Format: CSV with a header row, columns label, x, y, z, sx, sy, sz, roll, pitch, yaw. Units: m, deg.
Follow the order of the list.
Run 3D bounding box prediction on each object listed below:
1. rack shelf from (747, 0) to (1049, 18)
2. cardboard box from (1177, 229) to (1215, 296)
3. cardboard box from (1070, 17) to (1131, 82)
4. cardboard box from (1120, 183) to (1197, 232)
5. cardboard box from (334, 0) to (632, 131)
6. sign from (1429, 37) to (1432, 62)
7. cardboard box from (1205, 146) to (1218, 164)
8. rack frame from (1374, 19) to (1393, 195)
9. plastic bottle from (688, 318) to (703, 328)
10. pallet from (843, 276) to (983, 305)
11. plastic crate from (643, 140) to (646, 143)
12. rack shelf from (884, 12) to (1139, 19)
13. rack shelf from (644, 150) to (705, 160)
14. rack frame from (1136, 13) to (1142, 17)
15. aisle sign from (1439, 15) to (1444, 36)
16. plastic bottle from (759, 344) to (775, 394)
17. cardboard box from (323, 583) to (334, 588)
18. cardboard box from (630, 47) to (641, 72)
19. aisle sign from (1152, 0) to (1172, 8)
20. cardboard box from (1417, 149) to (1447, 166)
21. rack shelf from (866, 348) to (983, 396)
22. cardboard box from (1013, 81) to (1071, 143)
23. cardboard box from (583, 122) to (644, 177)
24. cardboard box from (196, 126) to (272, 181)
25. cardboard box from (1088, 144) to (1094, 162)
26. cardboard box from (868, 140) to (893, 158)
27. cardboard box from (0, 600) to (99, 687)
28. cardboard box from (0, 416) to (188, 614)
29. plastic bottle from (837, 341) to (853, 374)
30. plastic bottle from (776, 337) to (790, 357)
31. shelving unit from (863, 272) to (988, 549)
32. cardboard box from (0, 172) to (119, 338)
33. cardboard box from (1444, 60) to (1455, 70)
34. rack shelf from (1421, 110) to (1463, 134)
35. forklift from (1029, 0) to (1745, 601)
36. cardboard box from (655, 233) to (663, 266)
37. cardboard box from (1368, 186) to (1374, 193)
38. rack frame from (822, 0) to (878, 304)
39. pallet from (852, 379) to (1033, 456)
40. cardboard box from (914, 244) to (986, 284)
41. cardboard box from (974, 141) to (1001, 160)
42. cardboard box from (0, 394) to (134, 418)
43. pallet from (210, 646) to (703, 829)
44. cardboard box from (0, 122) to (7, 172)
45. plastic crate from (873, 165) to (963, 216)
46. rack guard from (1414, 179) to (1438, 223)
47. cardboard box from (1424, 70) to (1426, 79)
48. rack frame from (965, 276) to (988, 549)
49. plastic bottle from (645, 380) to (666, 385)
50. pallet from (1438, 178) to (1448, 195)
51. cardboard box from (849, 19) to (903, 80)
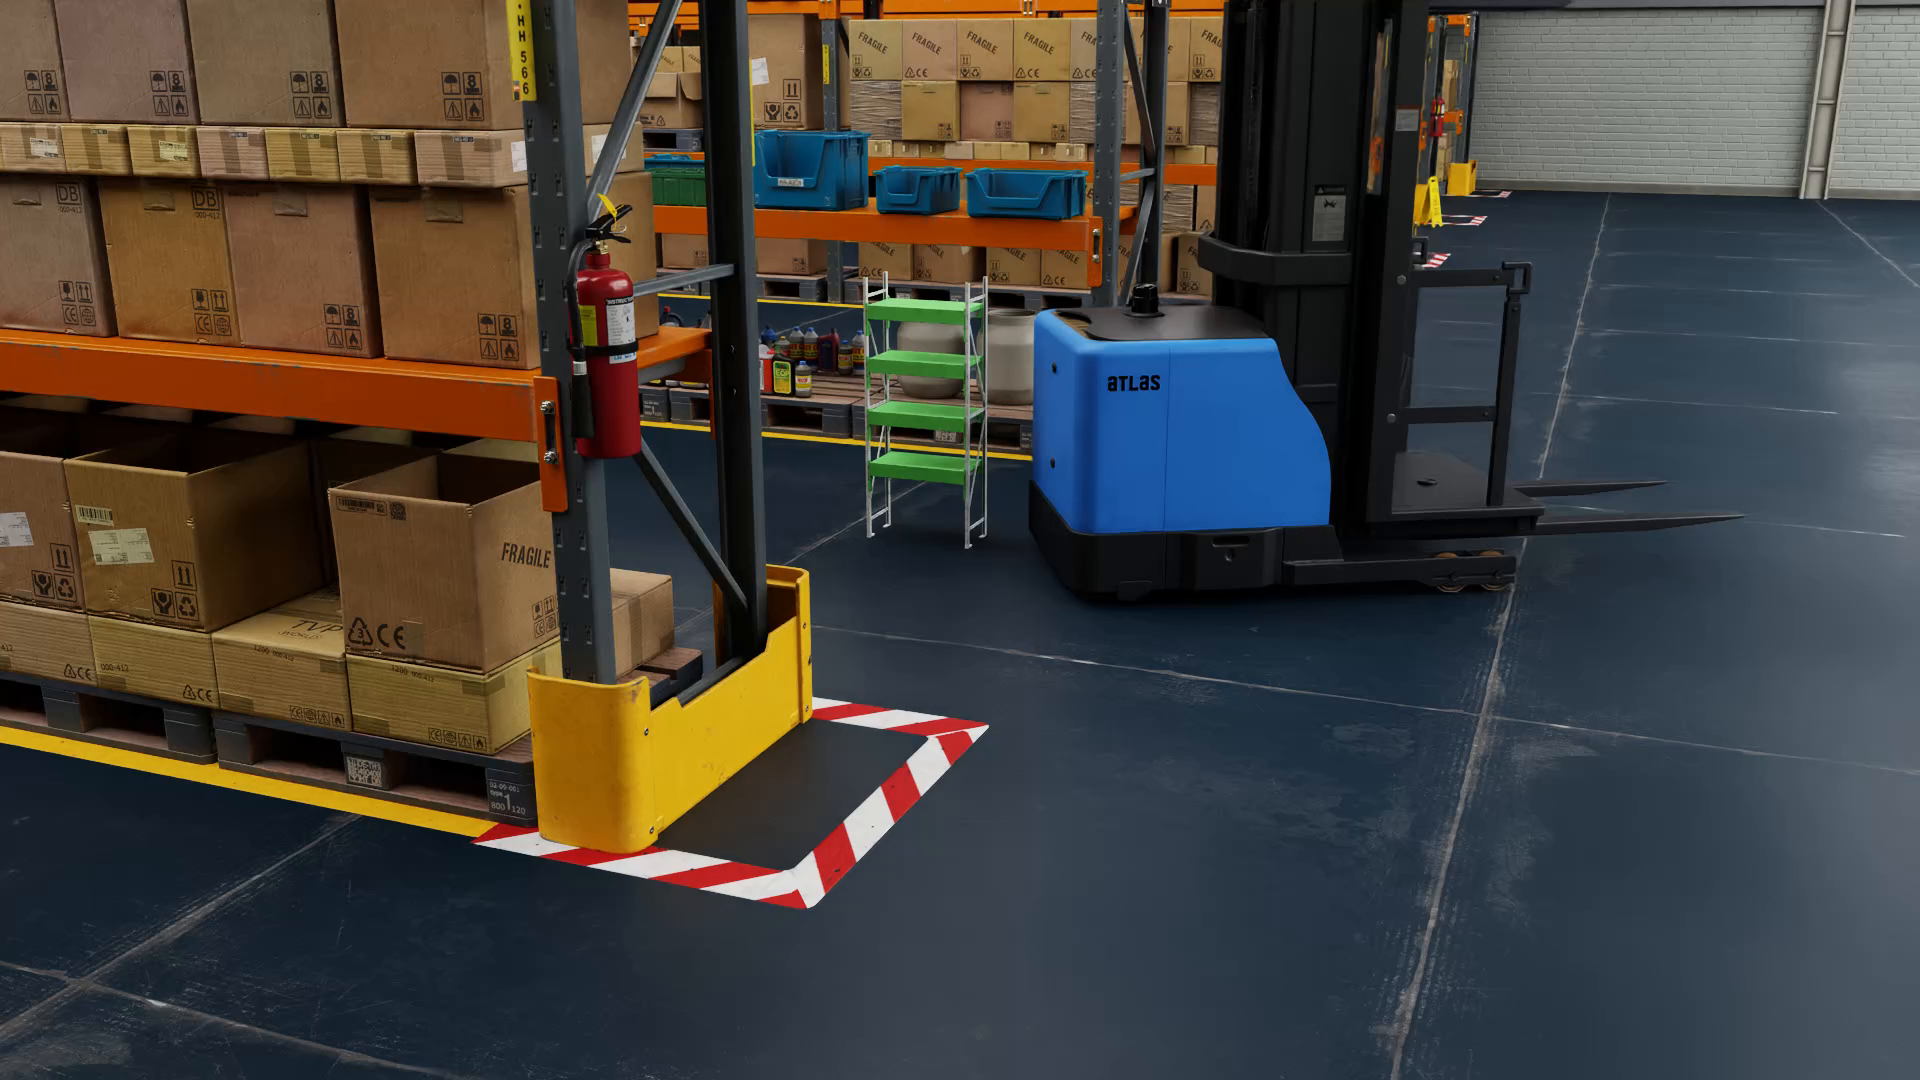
label,x,y,z,sx,sy,sz,roll,pitch,yaw
rack shelf,-0.906,-6.281,19.841,4.000,0.370,1.077,6,17,21
cardboard box,2.187,-2.366,14.174,0.500,0.500,0.500,10,19,31
cardboard box,1.228,-4.061,13.777,0.500,0.500,0.500,6,17,21
cardboard box,2.354,-3.989,19.093,0.875,0.875,0.875,6,17,21
cardboard box,-1.356,-1.455,4.800,0.500,0.500,0.700,6,17,21
sign,6.175,-6.433,21.808,0.005,0.325,0.100,6,17,21
cardboard box,2.188,-3.177,13.689,0.250,0.149,0.380,6,17,21
rack frame,4.675,-4.573,18.044,0.127,3.000,1.000,6,17,21
plastic bottle,-1.727,-1.311,10.894,0.133,0.283,0.061,8,18,24
pallet,-0.322,-2.307,15.242,1.213,0.211,1.003,6,17,21
plastic crate,-2.337,-2.305,10.344,0.504,0.338,0.767,6,17,21
rack shelf,0.816,-7.576,24.298,4.000,0.370,1.077,6,17,21
rack shelf,-2.820,-3.565,15.863,4.000,0.370,1.077,6,17,21
rack frame,2.677,-6.276,23.912,0.127,3.000,1.000,6,17,21
aisle sign,6.349,-7.034,21.859,0.004,0.787,0.394,6,17,21
plastic bottle,-1.150,-1.022,9.911,0.135,0.276,0.152,6,17,21
cardboard box,-2.225,0.177,5.862,0.500,0.250,0.500,6,17,21
cardboard box,-5.306,-7.599,26.497,0.500,0.500,0.500,6,17,20
aisle sign,1.119,-3.329,9.098,0.004,0.787,0.394,6,17,21
cardboard box,7.648,-6.245,27.085,0.500,0.250,0.500,6,17,20
rack shelf,-0.154,-0.762,7.516,0.480,0.148,0.258,6,17,21
cardboard box,0.841,-3.687,14.282,0.500,0.500,0.875,6,17,21
cardboard box,-1.163,-1.183,5.027,0.250,0.149,0.380,6,17,20
cardboard box,-2.017,-1.156,4.932,0.250,0.149,0.380,7,17,21
cardboard box,1.252,-3.275,14.026,0.250,0.149,0.380,6,17,21
cardboard box,-0.642,-3.456,14.649,0.250,0.149,0.380,6,17,21
cardboard box,-2.884,0.262,5.568,0.500,0.250,0.500,6,17,21
cardboard box,-2.885,-0.097,5.460,0.500,0.500,0.500,6,17,21
plastic bottle,-0.724,-1.156,10.507,0.097,0.201,0.097,0,16,0
plastic bottle,-1.132,-1.201,10.661,0.097,0.201,0.097,0,16,0
shelving unit,-0.154,-0.593,7.565,0.503,1.200,0.258,6,17,21
cardboard box,-2.748,-0.984,5.505,0.500,0.500,0.700,7,18,22
cardboard box,7.805,-7.639,26.730,0.250,0.149,0.380,6,17,21
rack shelf,6.355,-7.014,27.743,4.000,0.370,1.077,6,17,21
forklift,1.874,-1.329,6.996,3.031,2.935,1.130,-2,16,-8
cardboard box,-2.999,-2.953,16.159,0.500,0.500,0.700,8,18,25
cardboard box,5.525,-4.763,22.880,0.500,0.250,0.500,6,17,20
rack frame,-0.960,-3.706,15.058,0.127,3.000,1.000,6,17,21
pallet,0.102,-0.753,9.889,1.213,0.211,1.003,6,17,21
cardboard box,-0.067,-2.599,14.977,0.500,0.500,0.500,13,21,38
cardboard box,0.302,-3.364,14.330,0.250,0.149,0.380,6,17,21
cardboard box,-3.159,-0.283,6.102,0.500,0.500,0.500,6,17,21
pallet,-1.604,0.544,5.421,1.213,0.211,1.003,6,17,21
cardboard box,-2.977,-1.261,5.295,0.250,0.149,0.380,6,17,20
plastic crate,-0.233,-1.982,9.388,0.408,0.251,0.499,6,17,21
rack guard,6.327,-4.674,22.877,0.348,0.500,1.175,6,17,21
cardboard box,7.541,-7.495,26.769,0.250,0.149,0.380,7,17,22
rack frame,0.073,-0.568,7.479,0.015,1.200,0.240,6,17,21
plastic bottle,-1.864,-1.091,10.134,0.133,0.283,0.061,7,18,23
pallet,7.489,-5.883,27.559,1.213,0.211,1.003,6,17,21
cardboard box,-0.634,-4.265,14.478,0.500,0.500,0.500,6,17,21
